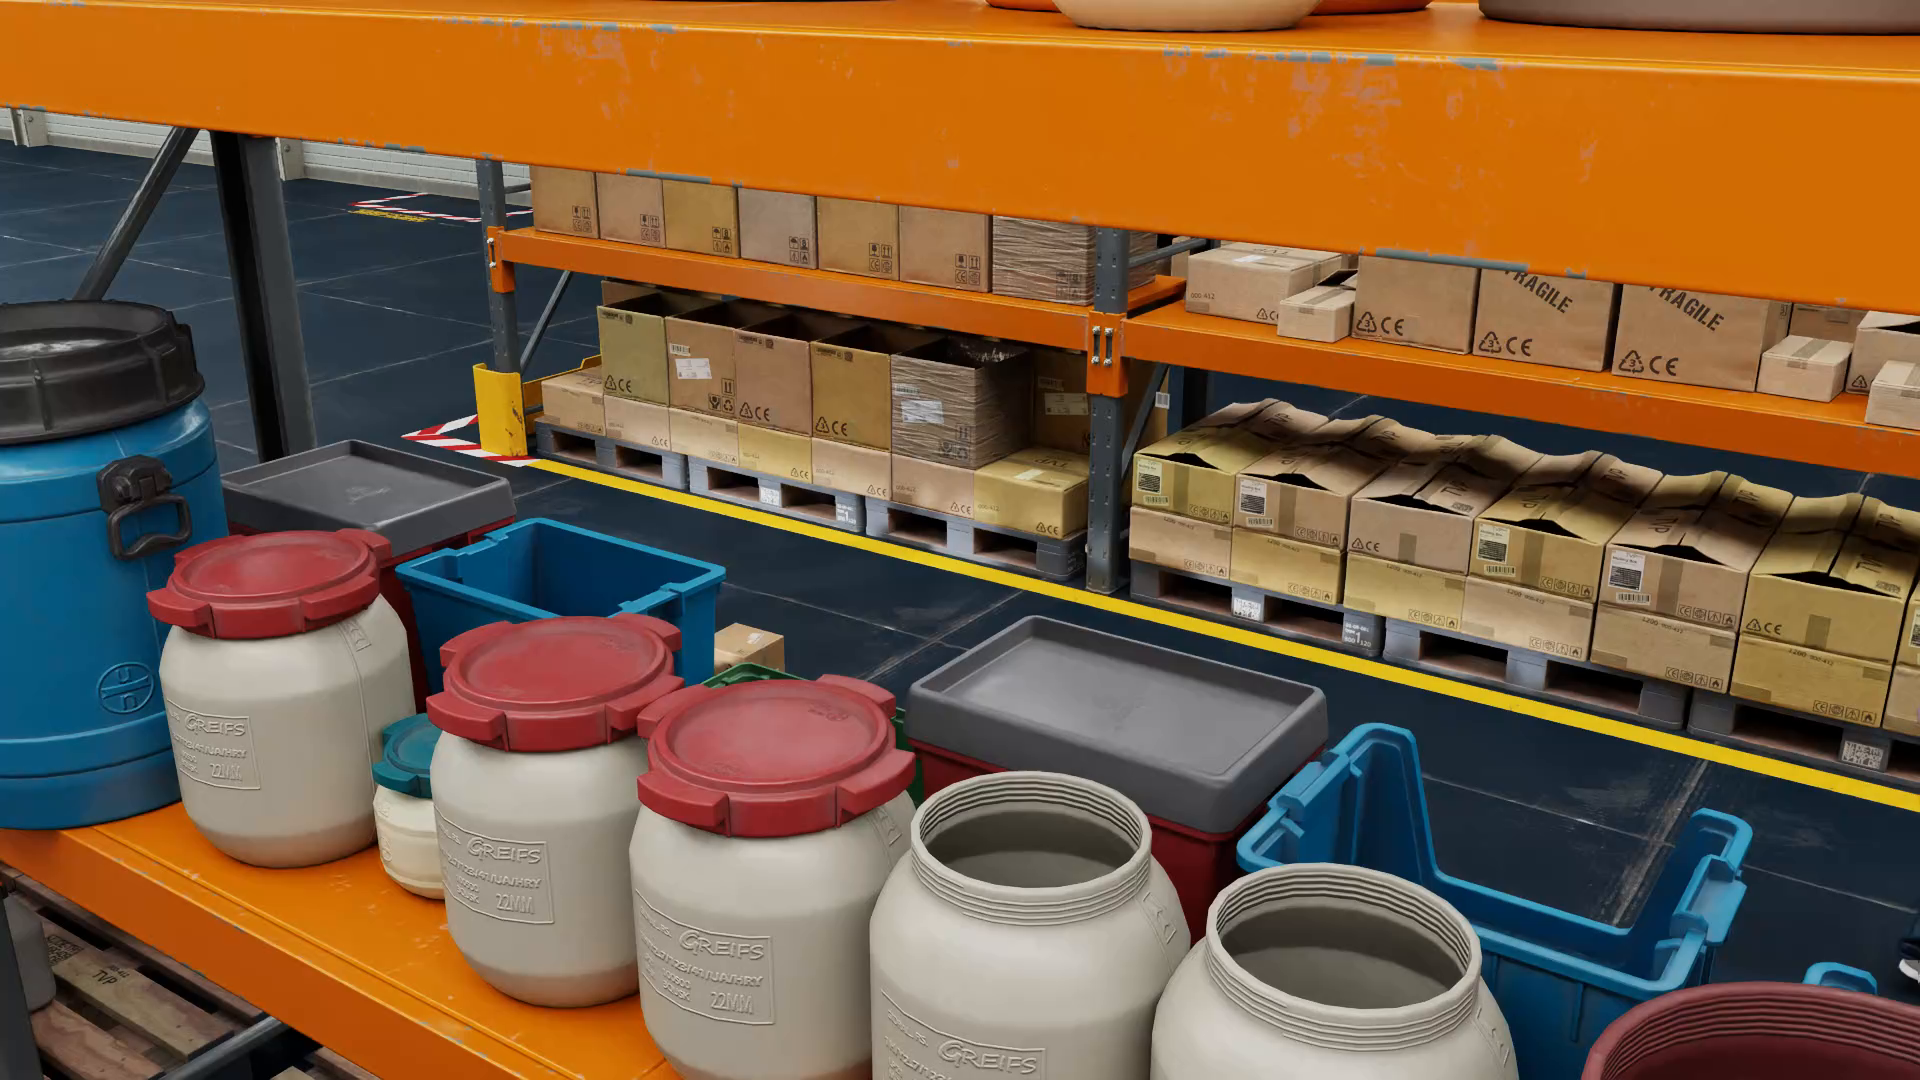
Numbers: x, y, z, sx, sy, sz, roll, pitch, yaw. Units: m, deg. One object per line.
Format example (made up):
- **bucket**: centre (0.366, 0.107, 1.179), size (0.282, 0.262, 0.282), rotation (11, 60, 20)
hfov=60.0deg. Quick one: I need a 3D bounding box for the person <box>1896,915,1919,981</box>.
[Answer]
- **person**: centre (3.079, 0.635, 4.374), size (0.859, 1.526, 0.450), rotation (9, 22, 22)
